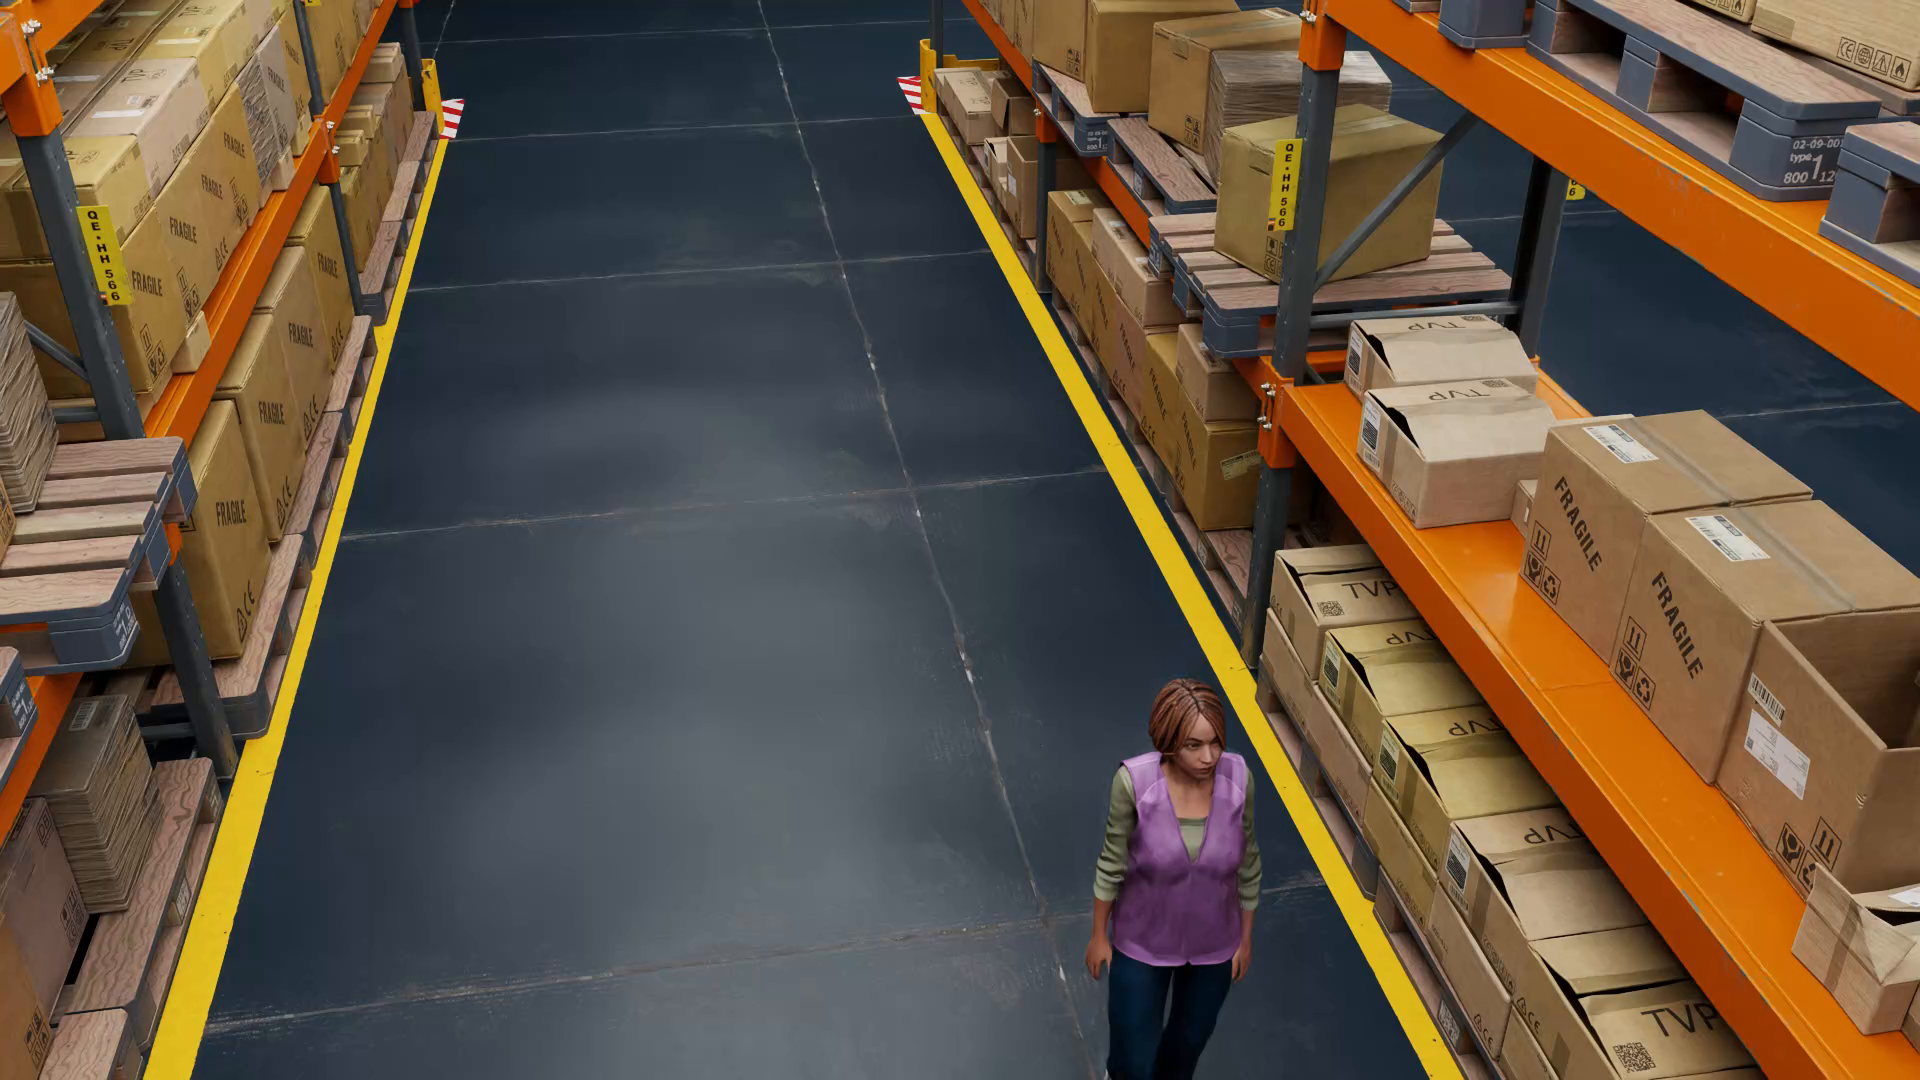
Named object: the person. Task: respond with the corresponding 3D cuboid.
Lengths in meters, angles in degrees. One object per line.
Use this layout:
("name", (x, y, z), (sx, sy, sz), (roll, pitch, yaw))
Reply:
("person", (0.558, 1.051, 4.347), (0.448, 1.596, 0.435), (-4, 31, -6))
